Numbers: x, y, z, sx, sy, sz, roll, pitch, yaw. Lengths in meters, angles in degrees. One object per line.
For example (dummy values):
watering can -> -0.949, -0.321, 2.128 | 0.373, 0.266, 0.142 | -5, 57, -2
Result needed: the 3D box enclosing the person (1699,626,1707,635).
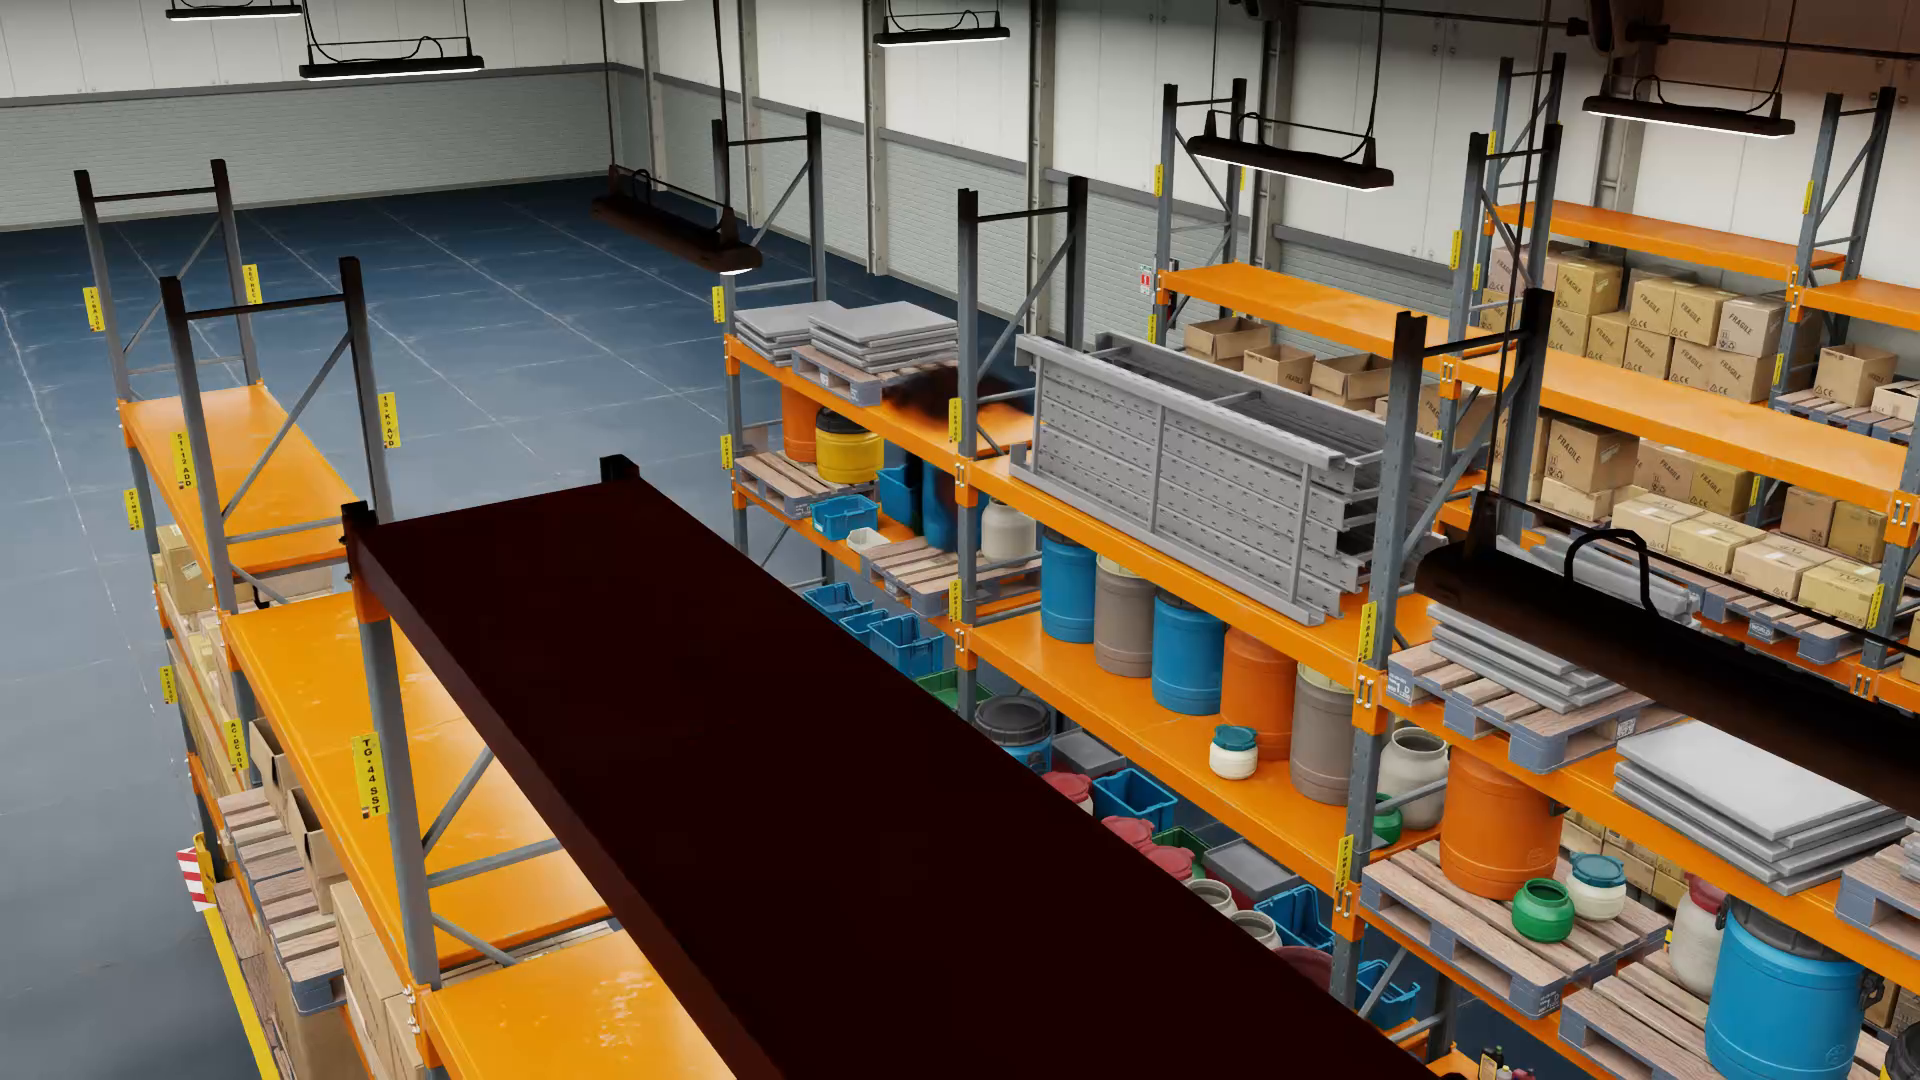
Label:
person -> 7.660, 0.712, 17.305 | 0.681, 1.733, 1.007 | -14, 26, -32
